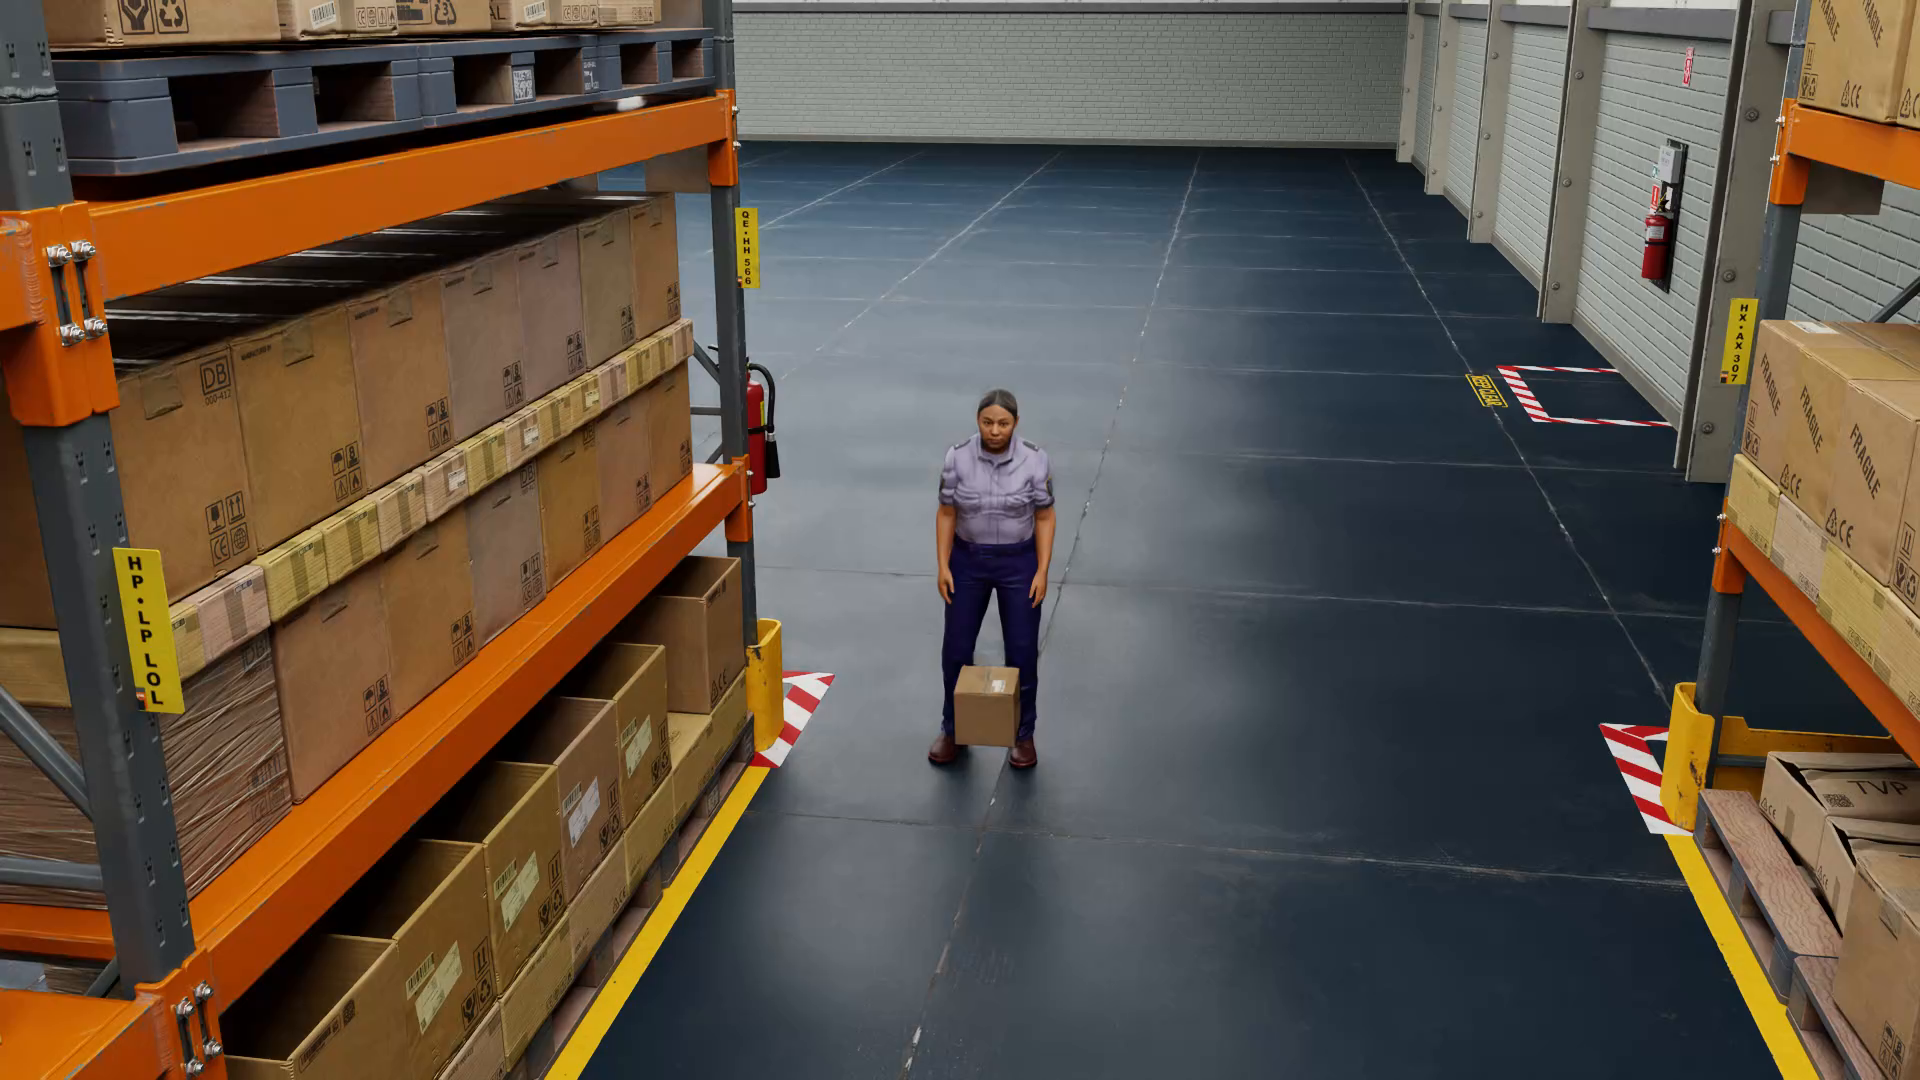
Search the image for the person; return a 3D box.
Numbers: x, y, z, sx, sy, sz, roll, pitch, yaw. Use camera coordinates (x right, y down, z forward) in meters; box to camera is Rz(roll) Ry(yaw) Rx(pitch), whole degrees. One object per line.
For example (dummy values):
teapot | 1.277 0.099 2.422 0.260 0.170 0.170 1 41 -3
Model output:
person | 0.138 0.146 7.115 0.532 1.654 0.372 2 18 7
